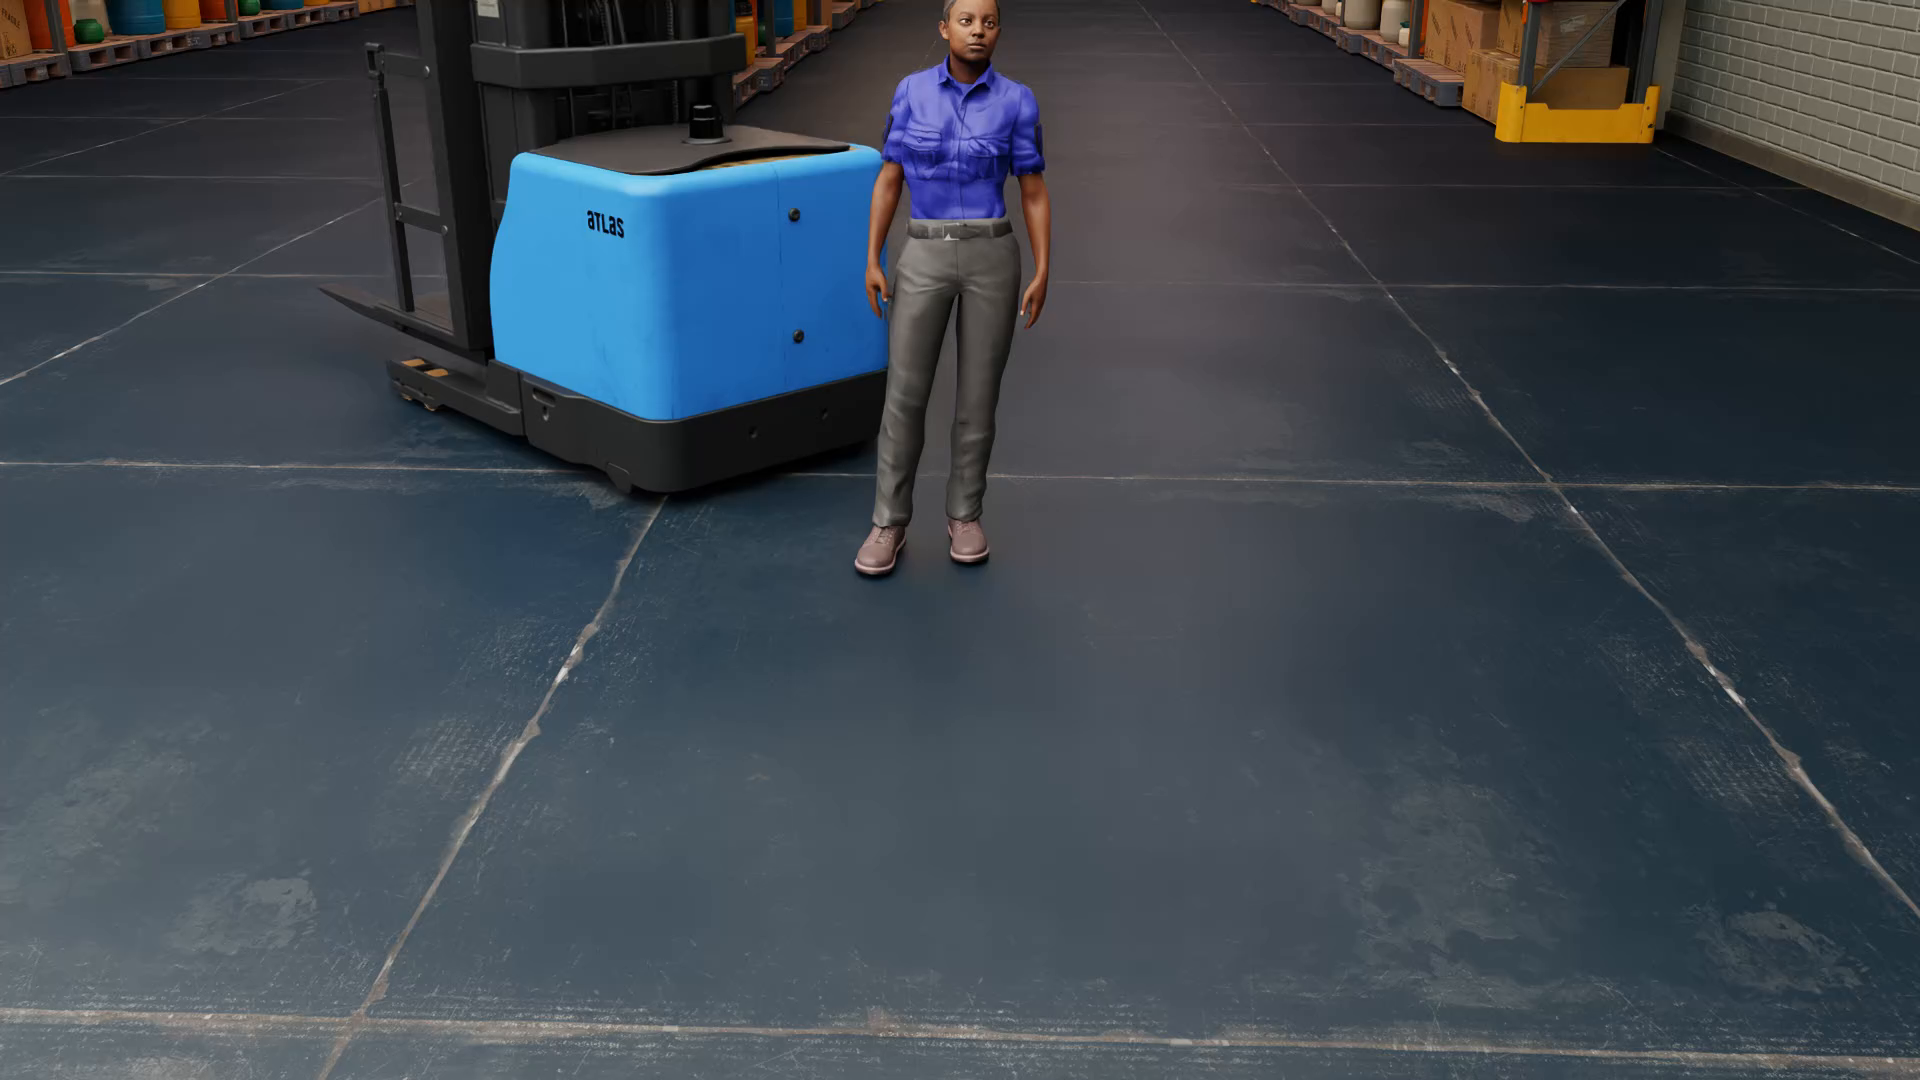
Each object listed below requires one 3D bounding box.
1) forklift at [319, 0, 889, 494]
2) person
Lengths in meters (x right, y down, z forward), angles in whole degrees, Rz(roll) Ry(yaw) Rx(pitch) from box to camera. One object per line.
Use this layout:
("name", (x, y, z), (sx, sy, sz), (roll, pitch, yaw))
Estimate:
("forklift", (-1.610, -1.974, 6.204), (1.130, 2.935, 3.031), (-19, 29, -39))
("person", (-0.023, -0.743, 4.817), (0.570, 1.657, 0.502), (1, 22, 2))
